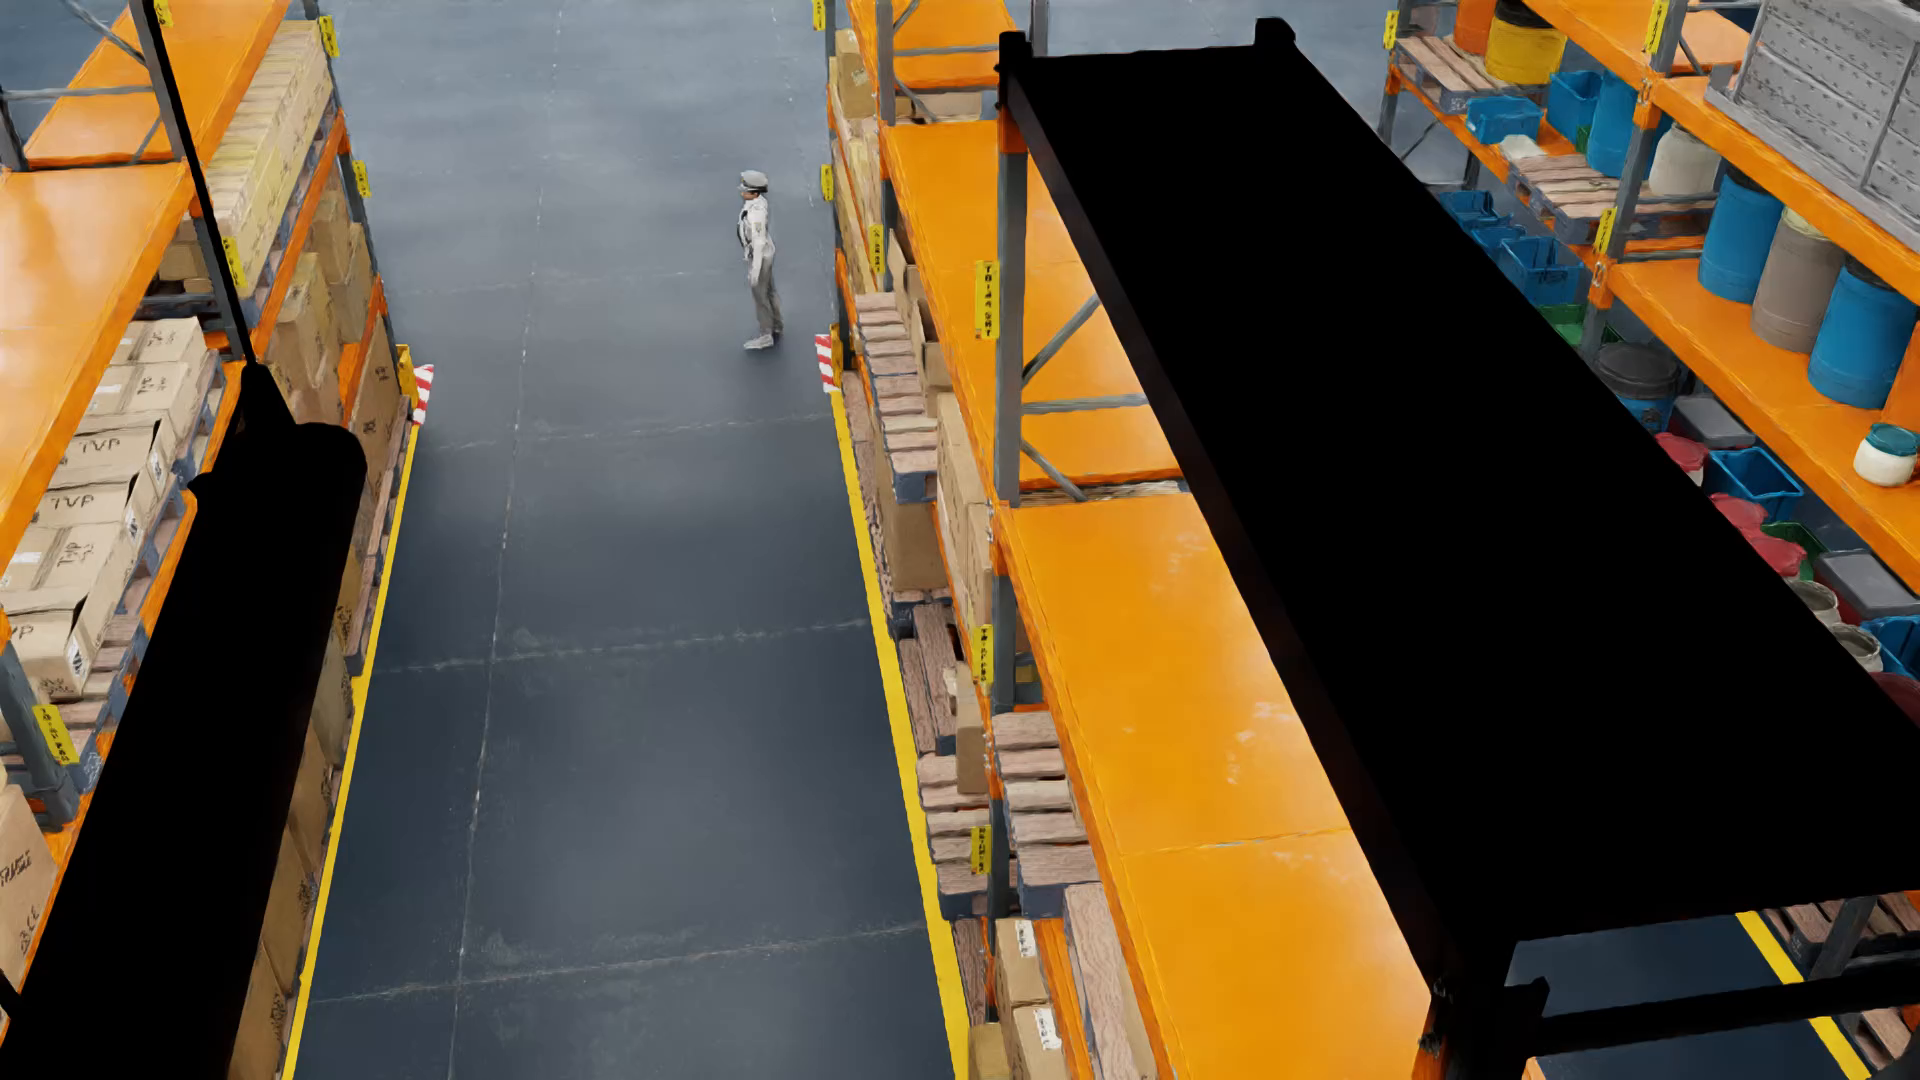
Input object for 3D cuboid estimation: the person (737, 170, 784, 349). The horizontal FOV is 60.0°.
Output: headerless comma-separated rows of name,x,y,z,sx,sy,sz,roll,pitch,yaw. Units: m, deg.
person,-1.891,-2.639,15.603,0.367,1.685,0.633,-2,36,-2
